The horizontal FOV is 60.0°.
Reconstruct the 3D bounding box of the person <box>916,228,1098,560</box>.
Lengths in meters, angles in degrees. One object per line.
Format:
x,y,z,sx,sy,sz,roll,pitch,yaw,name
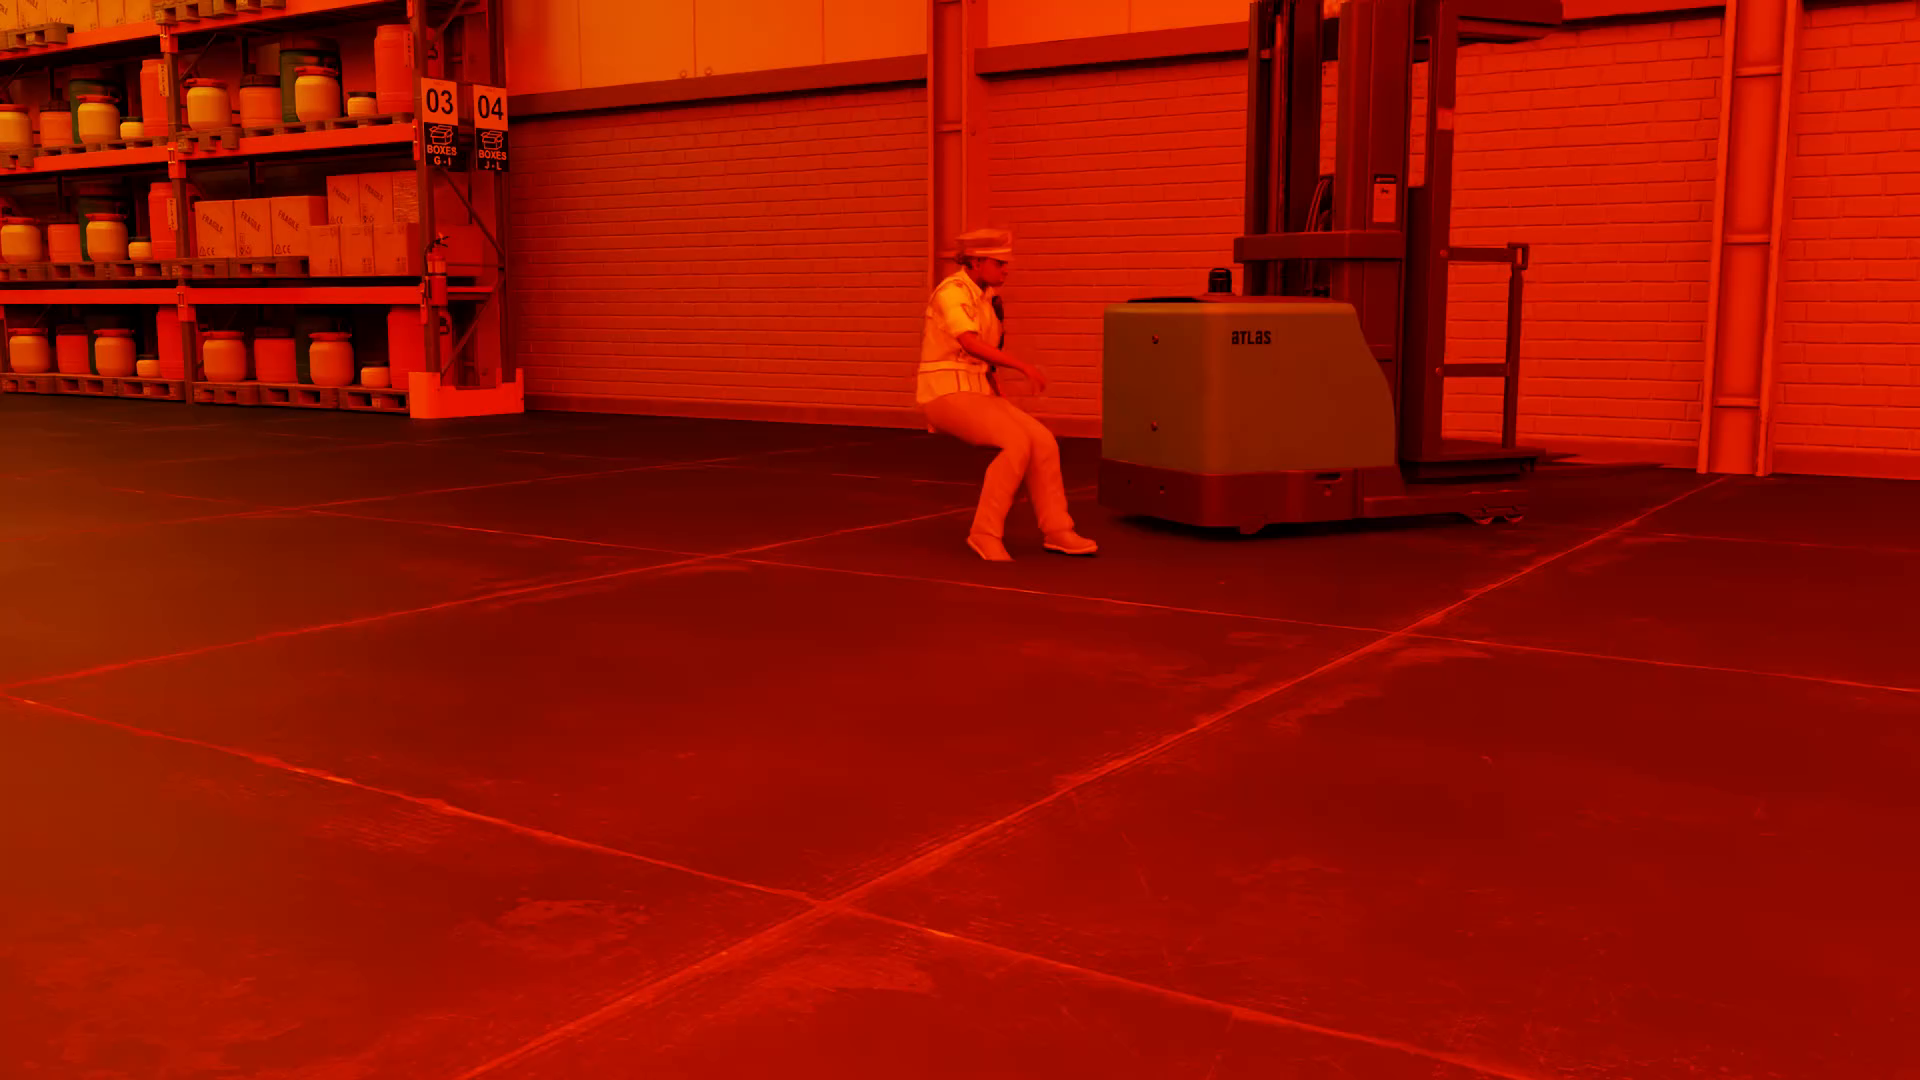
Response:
0.225,-0.622,7.267,0.858,1.462,0.726,3,9,21,person

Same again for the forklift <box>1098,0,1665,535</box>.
2.252,-1.589,8.365,3.031,2.935,1.130,-4,9,-25,forklift
